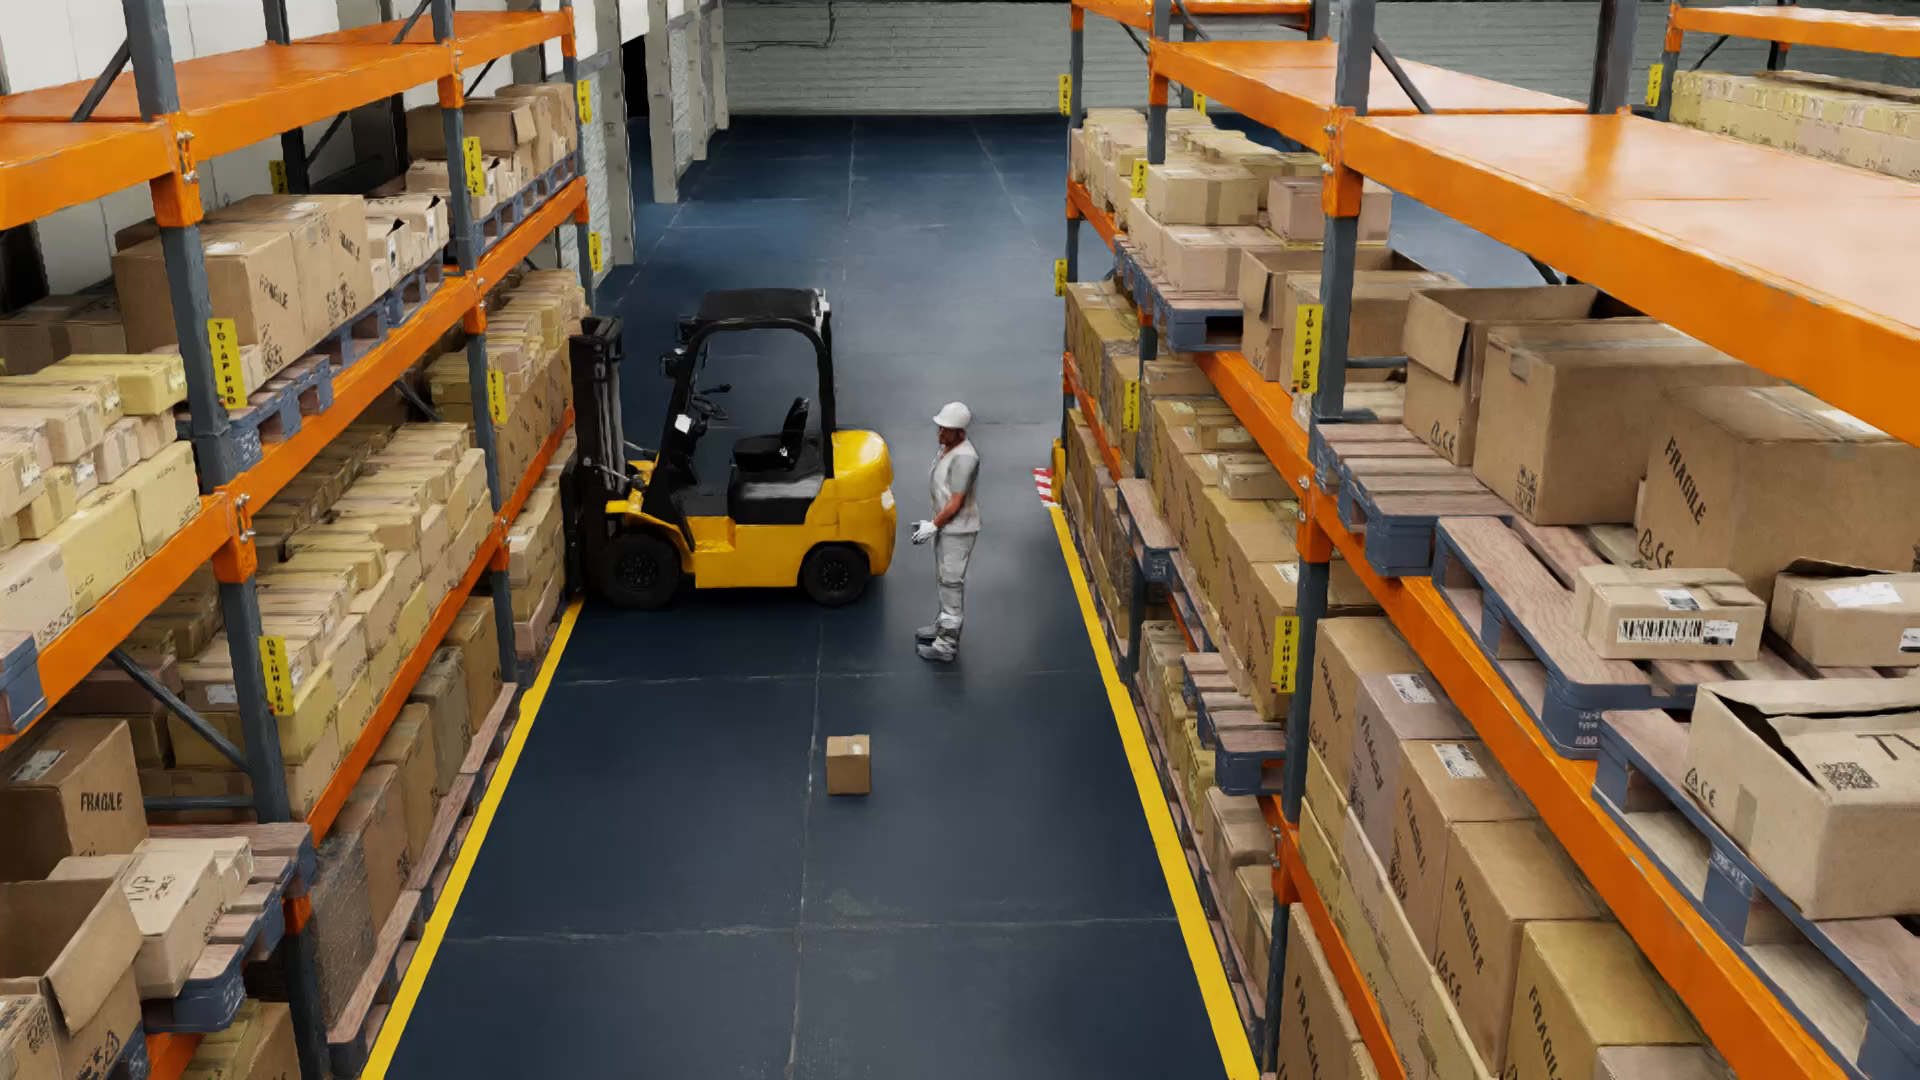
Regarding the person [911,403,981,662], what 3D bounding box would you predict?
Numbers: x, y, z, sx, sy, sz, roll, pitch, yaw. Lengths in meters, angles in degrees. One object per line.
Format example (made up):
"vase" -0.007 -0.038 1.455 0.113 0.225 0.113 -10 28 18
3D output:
"person" -0.119 -0.078 11.234 0.478 1.787 0.628 -4 21 -11
